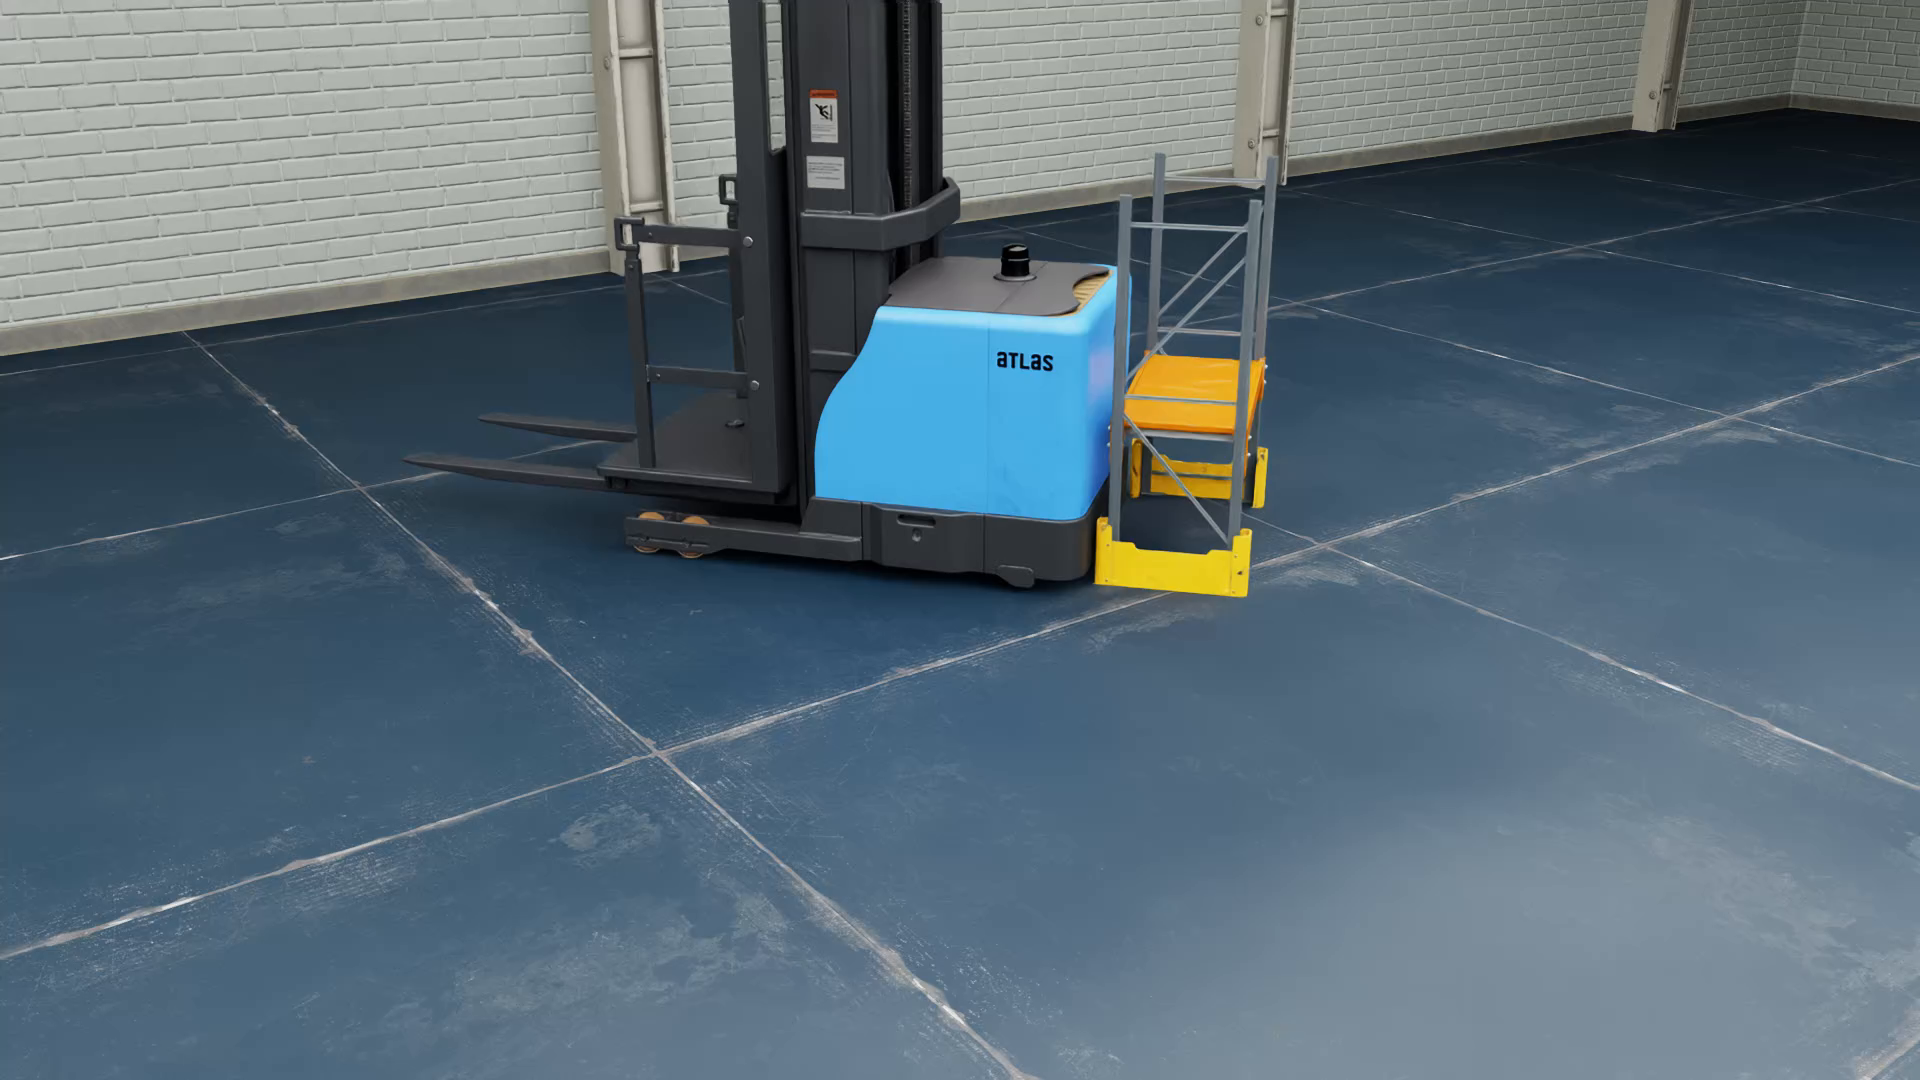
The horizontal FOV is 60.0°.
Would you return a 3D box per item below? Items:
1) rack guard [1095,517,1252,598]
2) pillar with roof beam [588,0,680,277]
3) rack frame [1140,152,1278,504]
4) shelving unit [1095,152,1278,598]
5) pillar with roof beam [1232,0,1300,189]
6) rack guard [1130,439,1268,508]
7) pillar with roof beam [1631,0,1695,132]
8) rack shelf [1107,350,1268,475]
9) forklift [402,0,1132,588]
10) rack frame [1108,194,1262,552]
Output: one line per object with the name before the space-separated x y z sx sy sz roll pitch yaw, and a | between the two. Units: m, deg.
rack guard | 0.816 0.066 6.394 0.587 0.250 0.087 5 22 12
pillar with roof beam | 0.312 -4.764 6.693 0.400 9.000 9.100 -15 26 -33
rack frame | 1.048 -0.881 7.081 0.500 1.500 0.032 5 22 12
shelving unit | 0.930 -0.694 6.613 0.587 1.500 1.083 5 22 12
pillar with roof beam | 5.183 -6.063 9.948 0.400 9.000 9.100 -15 26 -33
rack guard | 1.044 -0.294 7.295 0.587 0.250 0.087 5 22 12
pillar with roof beam | 10.053 -7.361 13.202 0.400 9.000 9.100 -15 26 -33
rack shelf | 0.932 -0.531 6.688 0.538 0.185 1.000 5 22 12
forklift | -0.860 -1.468 6.620 3.031 2.935 1.130 6 23 15
rack frame | 0.816 -0.514 6.161 0.500 1.500 0.032 5 22 12
